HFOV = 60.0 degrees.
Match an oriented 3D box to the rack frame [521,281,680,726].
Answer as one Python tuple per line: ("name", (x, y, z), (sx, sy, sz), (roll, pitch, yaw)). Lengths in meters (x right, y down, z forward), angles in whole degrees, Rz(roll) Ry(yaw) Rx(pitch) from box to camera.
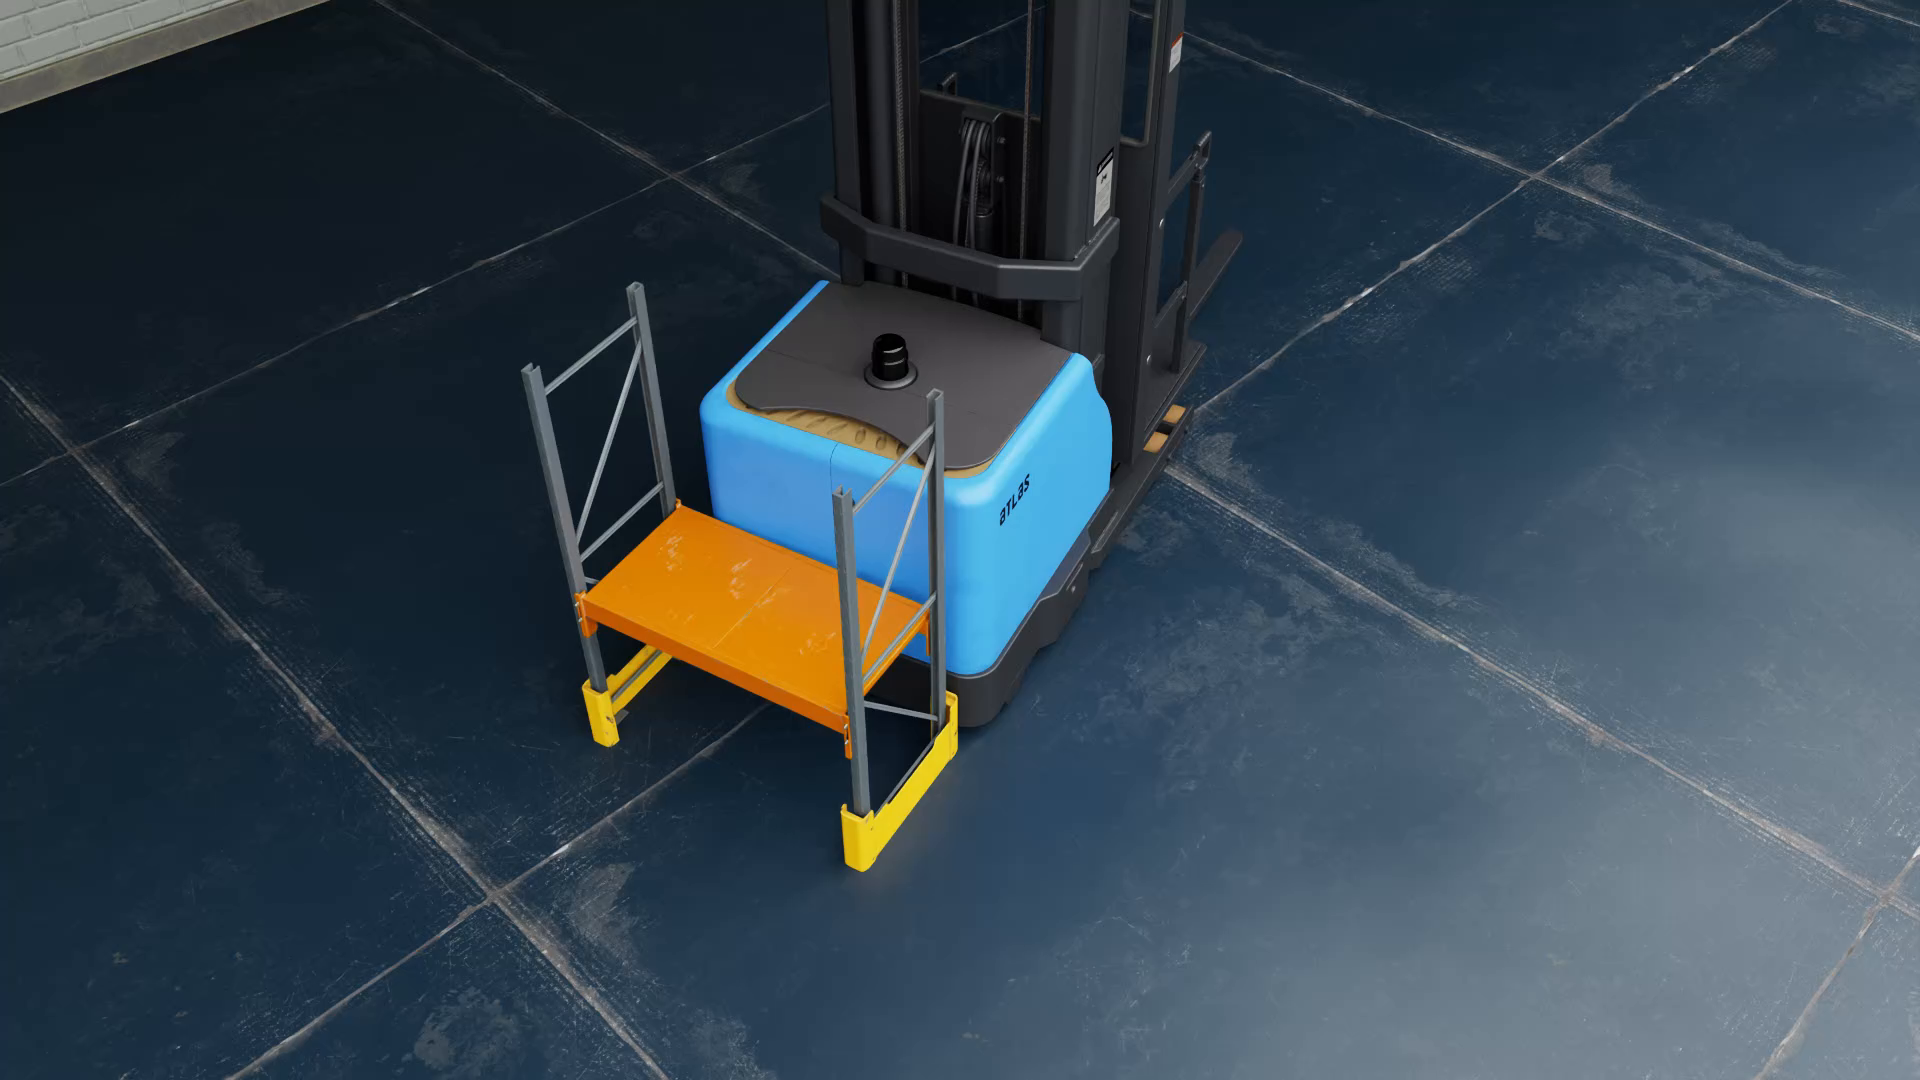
("rack frame", (-1.061, -0.053, 5.202), (0.032, 1.500, 0.500), (22, 47, 22))

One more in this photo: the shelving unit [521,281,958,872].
("shelving unit", (-0.614, 0.123, 5.011), (1.083, 1.500, 0.587), (22, 47, 22))

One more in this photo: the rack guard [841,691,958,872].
("rack guard", (-0.183, 0.752, 5.252), (0.087, 0.250, 0.587), (22, 47, 22))

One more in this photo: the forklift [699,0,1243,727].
("forklift", (0.281, -1.459, 5.670), (1.130, 2.935, 3.031), (19, 46, 19))

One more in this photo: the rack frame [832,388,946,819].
("rack frame", (-0.182, 0.294, 4.827), (0.032, 1.500, 0.500), (22, 47, 22))

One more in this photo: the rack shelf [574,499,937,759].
("rack shelf", (-0.622, 0.252, 5.137), (1.000, 0.185, 0.538), (22, 47, 22))

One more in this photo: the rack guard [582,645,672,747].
("rack guard", (-1.045, 0.413, 5.619), (0.087, 0.250, 0.587), (22, 47, 22))
